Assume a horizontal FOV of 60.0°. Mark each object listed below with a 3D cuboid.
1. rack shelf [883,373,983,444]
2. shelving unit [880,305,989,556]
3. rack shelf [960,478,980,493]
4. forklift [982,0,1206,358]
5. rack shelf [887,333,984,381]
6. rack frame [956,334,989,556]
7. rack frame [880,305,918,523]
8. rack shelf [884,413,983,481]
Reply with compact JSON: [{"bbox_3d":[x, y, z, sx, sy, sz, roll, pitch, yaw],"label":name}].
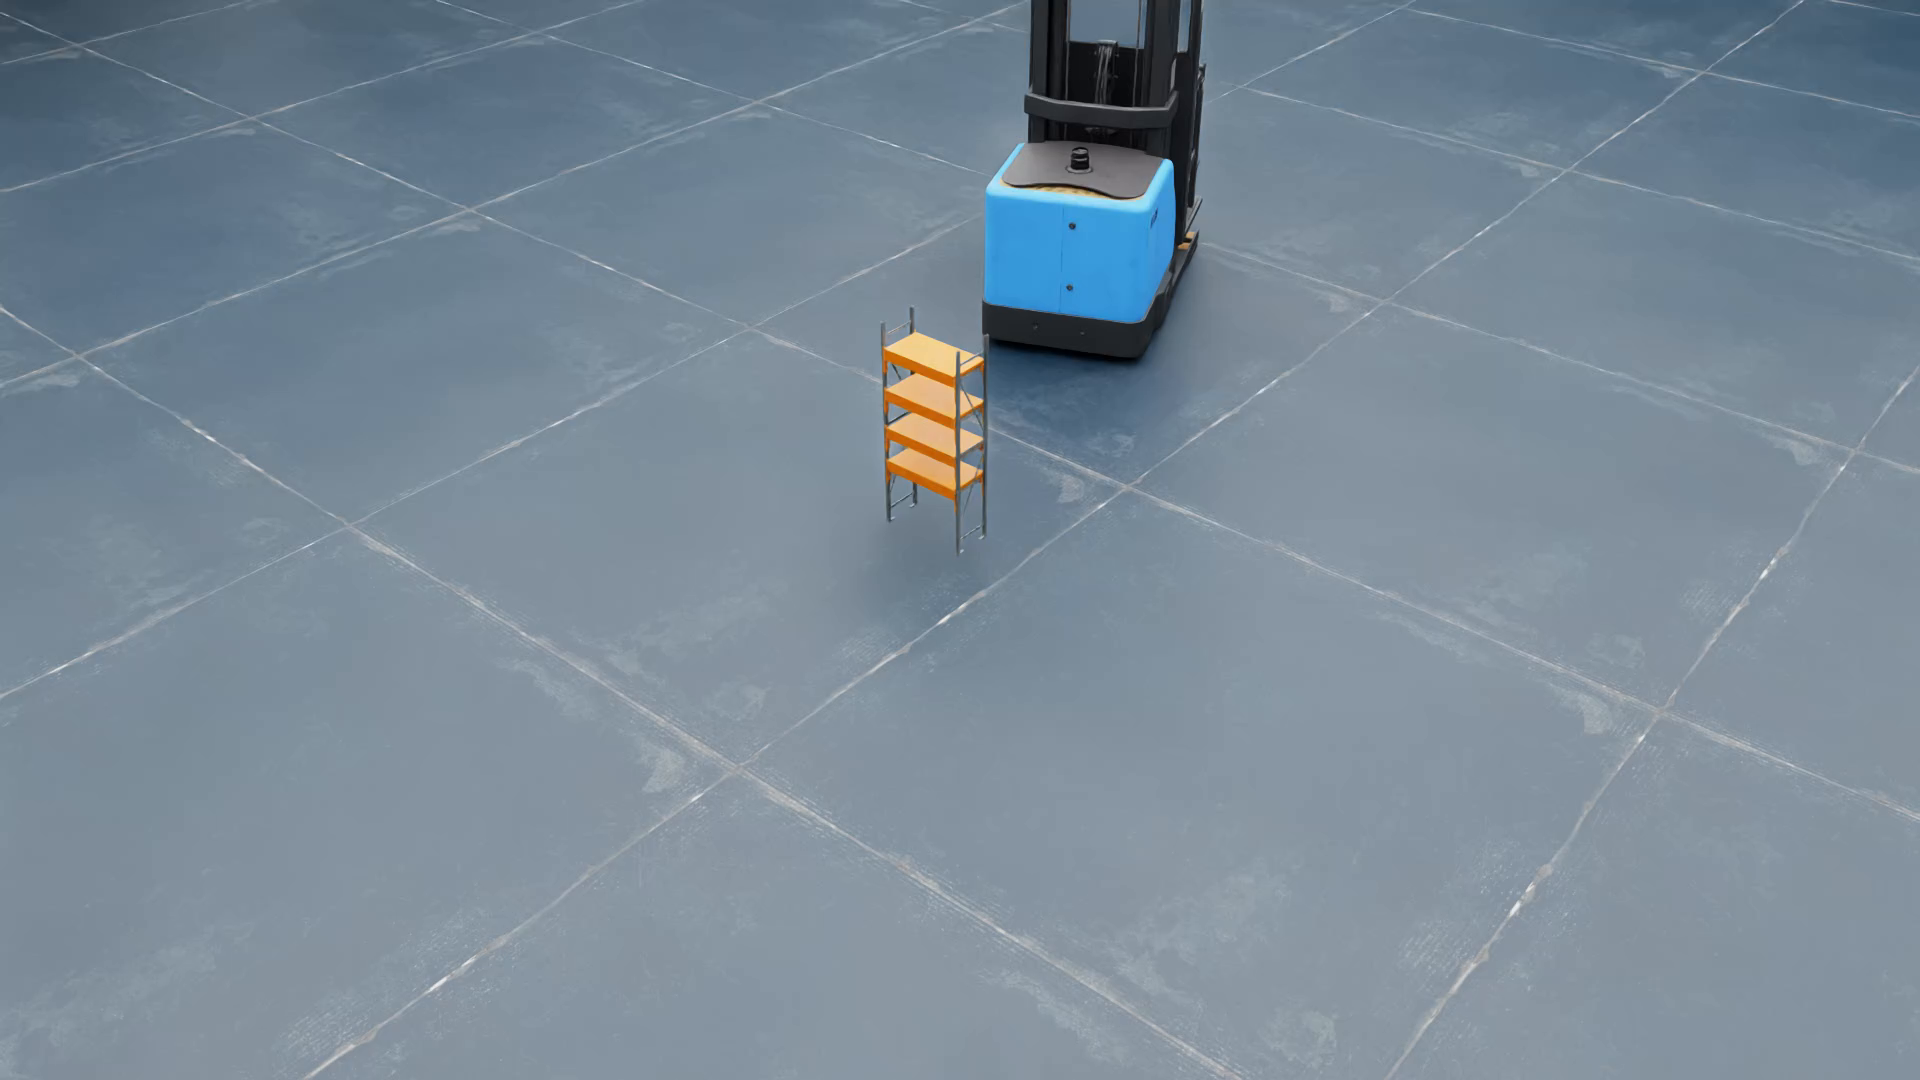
[{"bbox_3d":[-0.127,-0.683,8.491,0.480,0.148,0.258,25,42,32],"label":"rack shelf"},{"bbox_3d":[-0.127,-0.555,8.580,0.503,1.200,0.258,25,42,32],"label":"shelving unit"},{"bbox_3d":[-0.127,-0.359,8.714,0.442,0.029,0.199,25,42,32],"label":"rack shelf"},{"bbox_3d":[1.057,-3.174,10.866,1.130,2.935,3.031,10,36,14],"label":"forklift"},{"bbox_3d":[-0.127,-0.911,8.335,0.457,0.050,0.221,25,42,32],"label":"rack shelf"},{"bbox_3d":[0.060,-0.466,8.451,0.015,1.200,0.240,25,42,32],"label":"rack frame"},{"bbox_3d":[-0.315,-0.643,8.709,0.015,1.200,0.240,25,42,32],"label":"rack frame"},{"bbox_3d":[-0.127,-0.499,8.618,0.480,0.148,0.258,25,42,32],"label":"rack shelf"}]
